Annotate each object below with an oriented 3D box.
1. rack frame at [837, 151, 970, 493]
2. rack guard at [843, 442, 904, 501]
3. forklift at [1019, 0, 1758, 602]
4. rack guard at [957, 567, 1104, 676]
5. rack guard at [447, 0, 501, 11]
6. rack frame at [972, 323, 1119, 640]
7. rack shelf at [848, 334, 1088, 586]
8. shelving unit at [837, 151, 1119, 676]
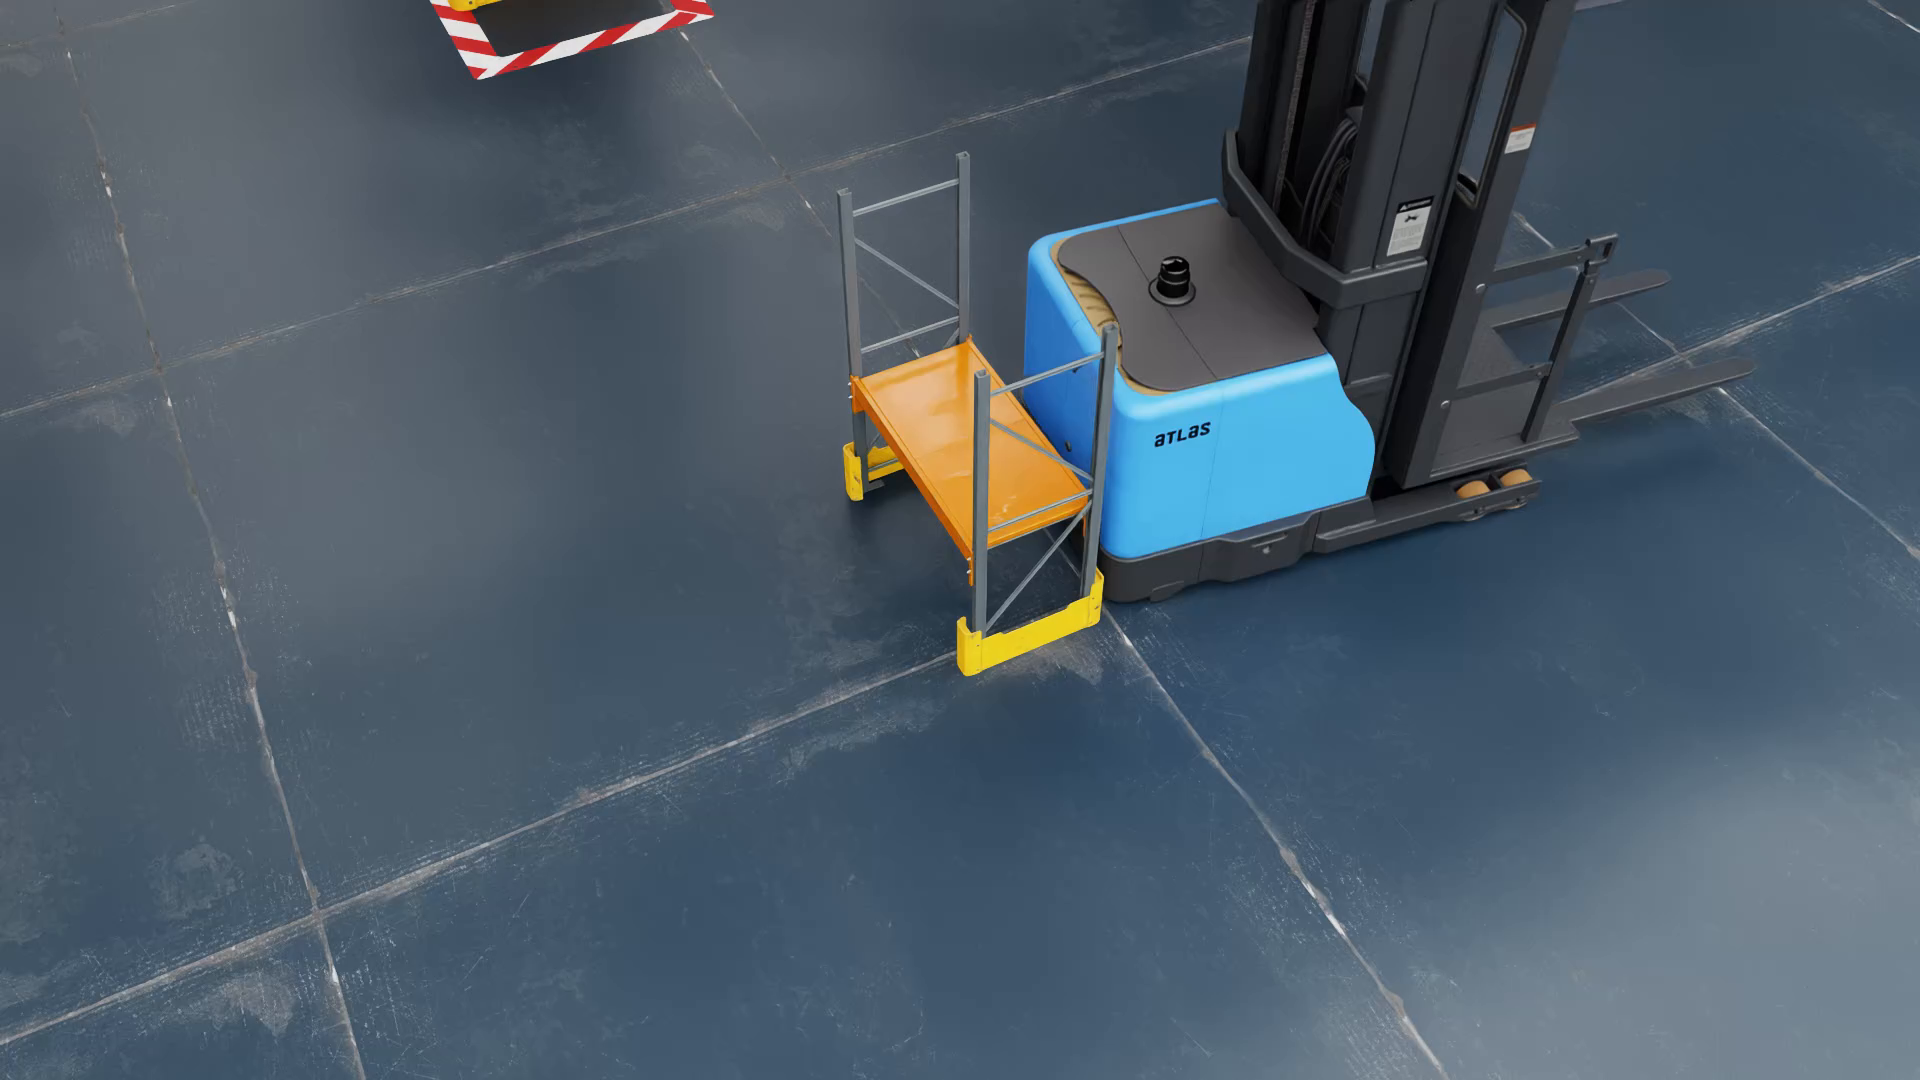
[{"bbox_3d":[-0.194,-0.777,6.326,0.500,1.500,0.032,-21,52,-18],"label":"rack frame"},{"bbox_3d":[-0.193,-0.365,6.795,0.587,0.250,0.087,-21,52,-18],"label":"rack guard"},{"bbox_3d":[1.814,-1.405,5.924,3.031,2.935,1.130,-15,50,-13],"label":"forklift"},{"bbox_3d":[0.263,0.302,6.212,0.587,0.250,0.087,-21,52,-18],"label":"rack guard"},{"bbox_3d":[-2.349,-3.390,9.275,1.175,0.500,0.348,-21,52,-18],"label":"rack guard"},{"bbox_3d":[0.272,-0.096,5.731,0.500,1.500,0.032,-21,52,-18],"label":"rack frame"},{"bbox_3d":[0.039,-0.318,6.164,0.538,0.185,1.000,-21,52,-18],"label":"rack shelf"},{"bbox_3d":[0.035,-0.443,6.033,0.587,1.500,1.083,-21,52,-18],"label":"shelving unit"}]
